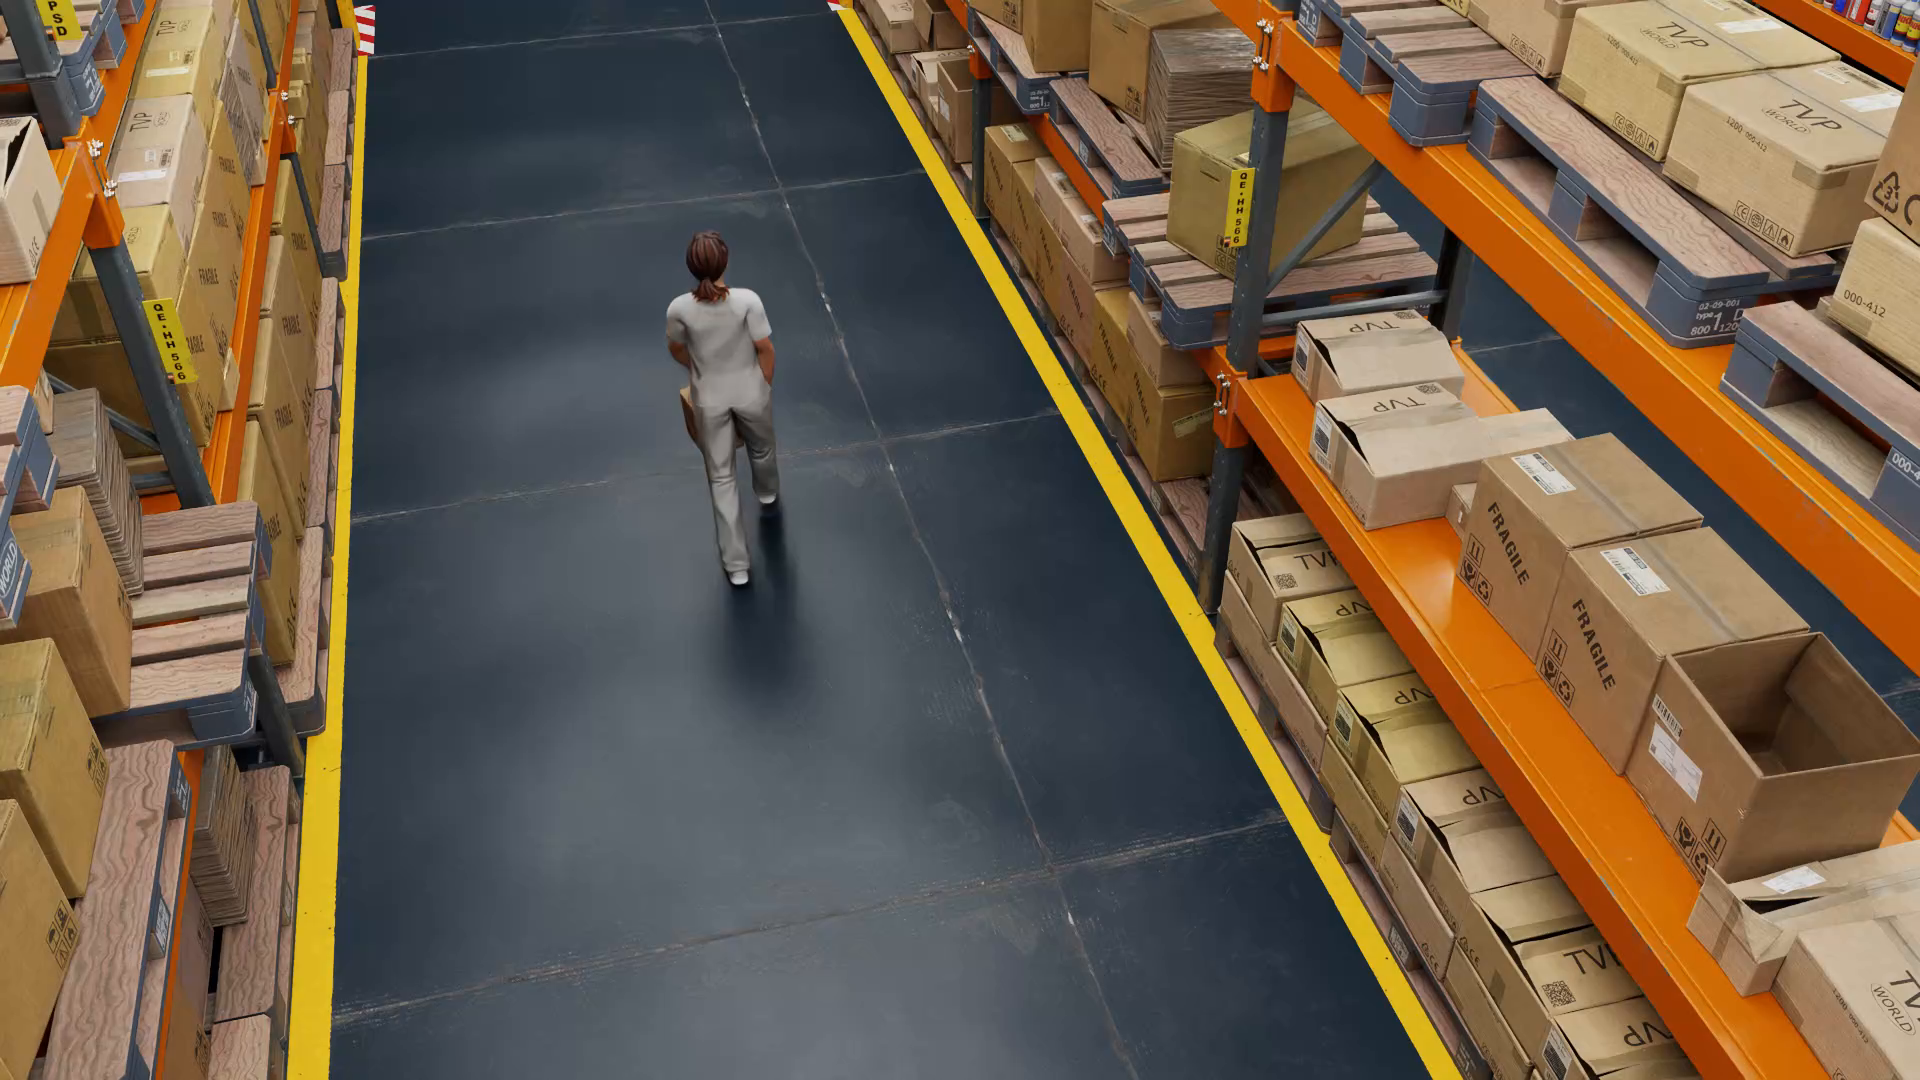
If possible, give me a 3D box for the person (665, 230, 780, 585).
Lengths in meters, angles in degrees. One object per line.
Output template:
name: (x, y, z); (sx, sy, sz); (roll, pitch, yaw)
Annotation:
person: (-1.073, -0.695, 7.597); (0.472, 1.633, 0.896); (-6, 39, -7)
